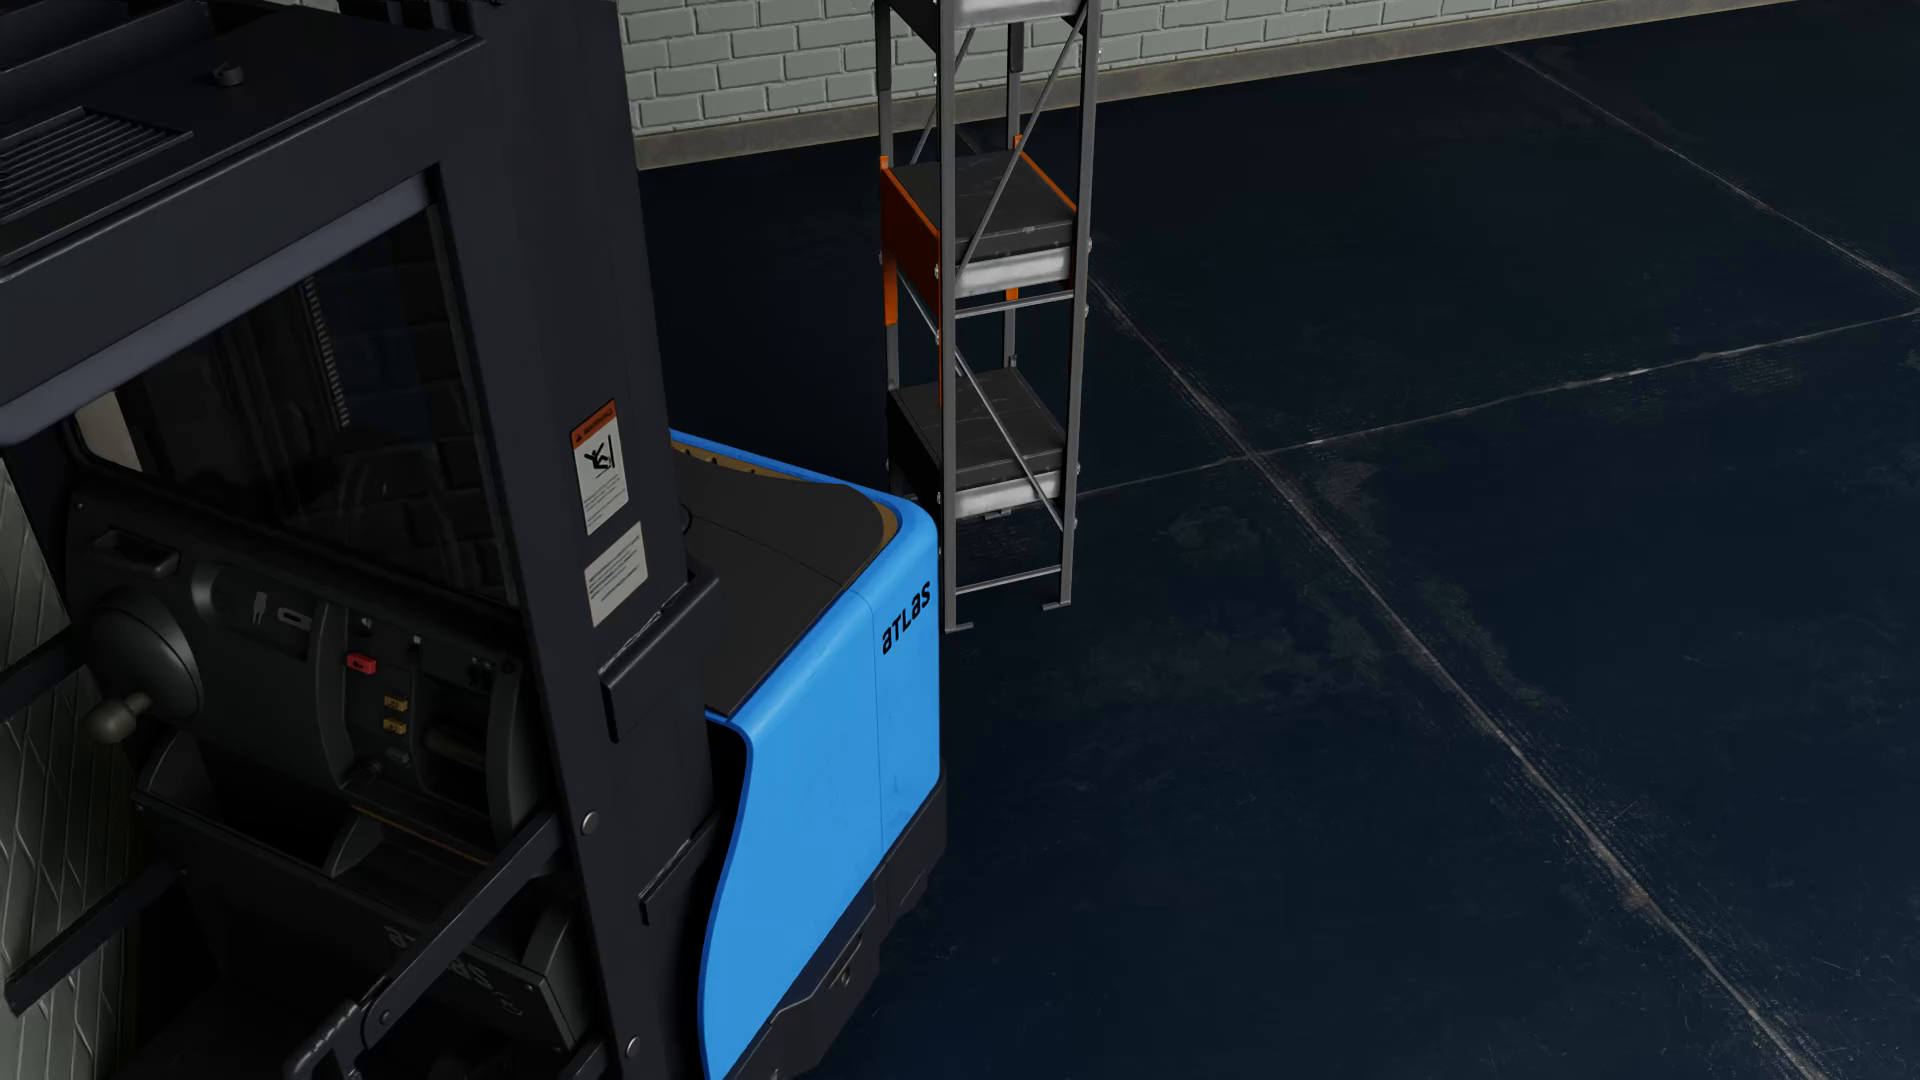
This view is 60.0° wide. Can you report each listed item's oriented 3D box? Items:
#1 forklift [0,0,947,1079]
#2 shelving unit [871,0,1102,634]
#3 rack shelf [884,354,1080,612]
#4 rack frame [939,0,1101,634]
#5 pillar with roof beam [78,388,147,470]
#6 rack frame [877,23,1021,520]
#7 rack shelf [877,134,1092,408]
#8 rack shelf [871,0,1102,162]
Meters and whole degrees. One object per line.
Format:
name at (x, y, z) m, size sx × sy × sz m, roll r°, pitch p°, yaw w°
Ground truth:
forklift at (-1.149, 0.275, 2.448) m, size 1.130 × 2.935 × 3.031 m, roll 17°, pitch 40°, yaw 21°
shelving unit at (0.057, -0.745, 4.494) m, size 0.431 × 2.100 × 0.503 m, roll -12°, pitch 39°, yaw -16°
rack shelf at (0.057, -0.175, 4.924) m, size 0.431 × 0.518 × 0.480 m, roll -12°, pitch 39°, yaw -16°
rack frame at (0.141, -0.607, 4.311) m, size 0.400 × 2.100 × 0.015 m, roll -12°, pitch 39°, yaw -16°
pillar with roof beam at (1.913, -4.082, 3.190) m, size 9.100 × 9.000 × 0.400 m, roll -12°, pitch 39°, yaw -16°
rack frame at (-0.027, -0.883, 4.677) m, size 0.400 × 2.100 × 0.015 m, roll -12°, pitch 39°, yaw -16°
rack shelf at (0.057, -0.734, 4.502) m, size 0.431 × 0.518 × 0.480 m, roll -12°, pitch 39°, yaw -16°
rack shelf at (0.057, -1.293, 4.081) m, size 0.431 × 0.518 × 0.480 m, roll -12°, pitch 39°, yaw -16°
